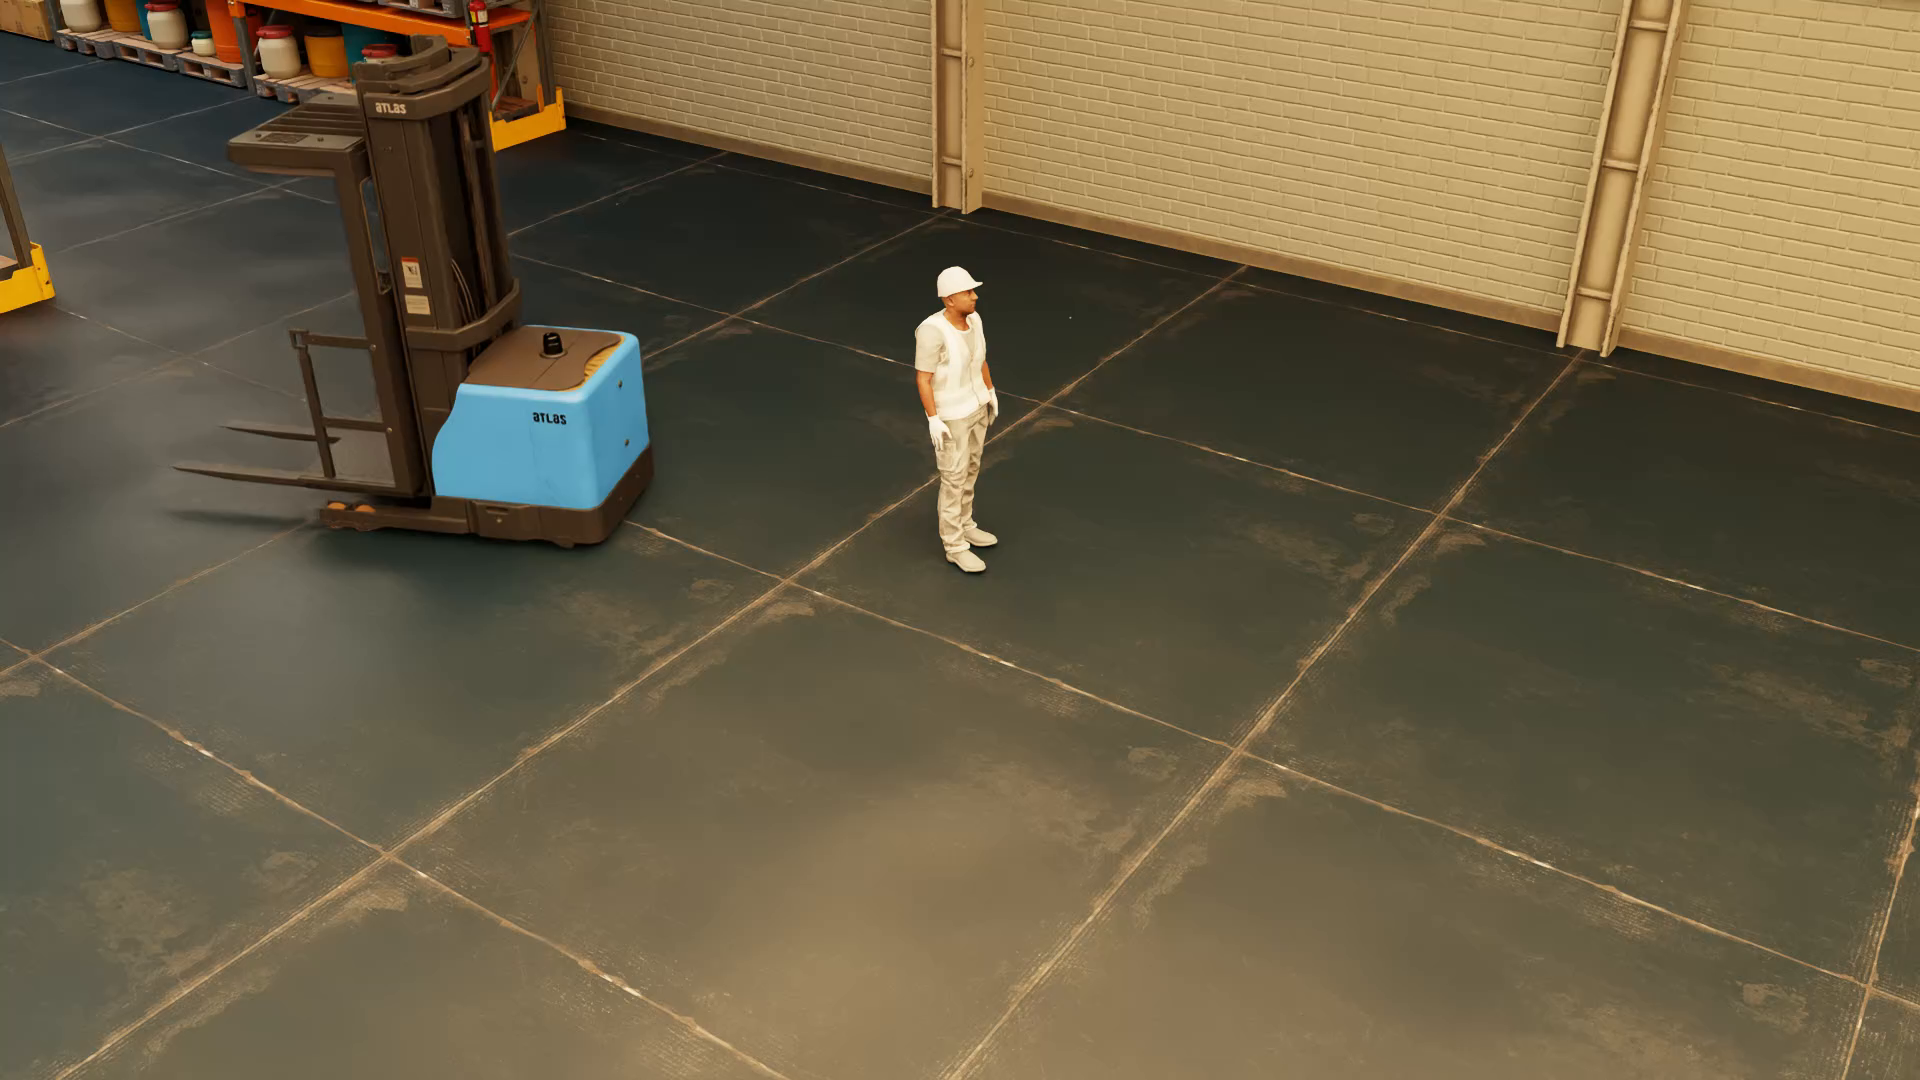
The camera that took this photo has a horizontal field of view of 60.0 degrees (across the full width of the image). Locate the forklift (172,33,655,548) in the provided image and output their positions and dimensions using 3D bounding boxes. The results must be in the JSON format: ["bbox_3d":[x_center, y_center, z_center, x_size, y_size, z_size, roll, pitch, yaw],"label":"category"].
[{"bbox_3d":[-3.610,-1.573,10.290,3.031,2.935,1.130,6,31,9],"label":"forklift"}]

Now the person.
[{"bbox_3d":[0.055,-0.754,10.007,0.575,1.785,0.657,19,35,29],"label":"person"}]
